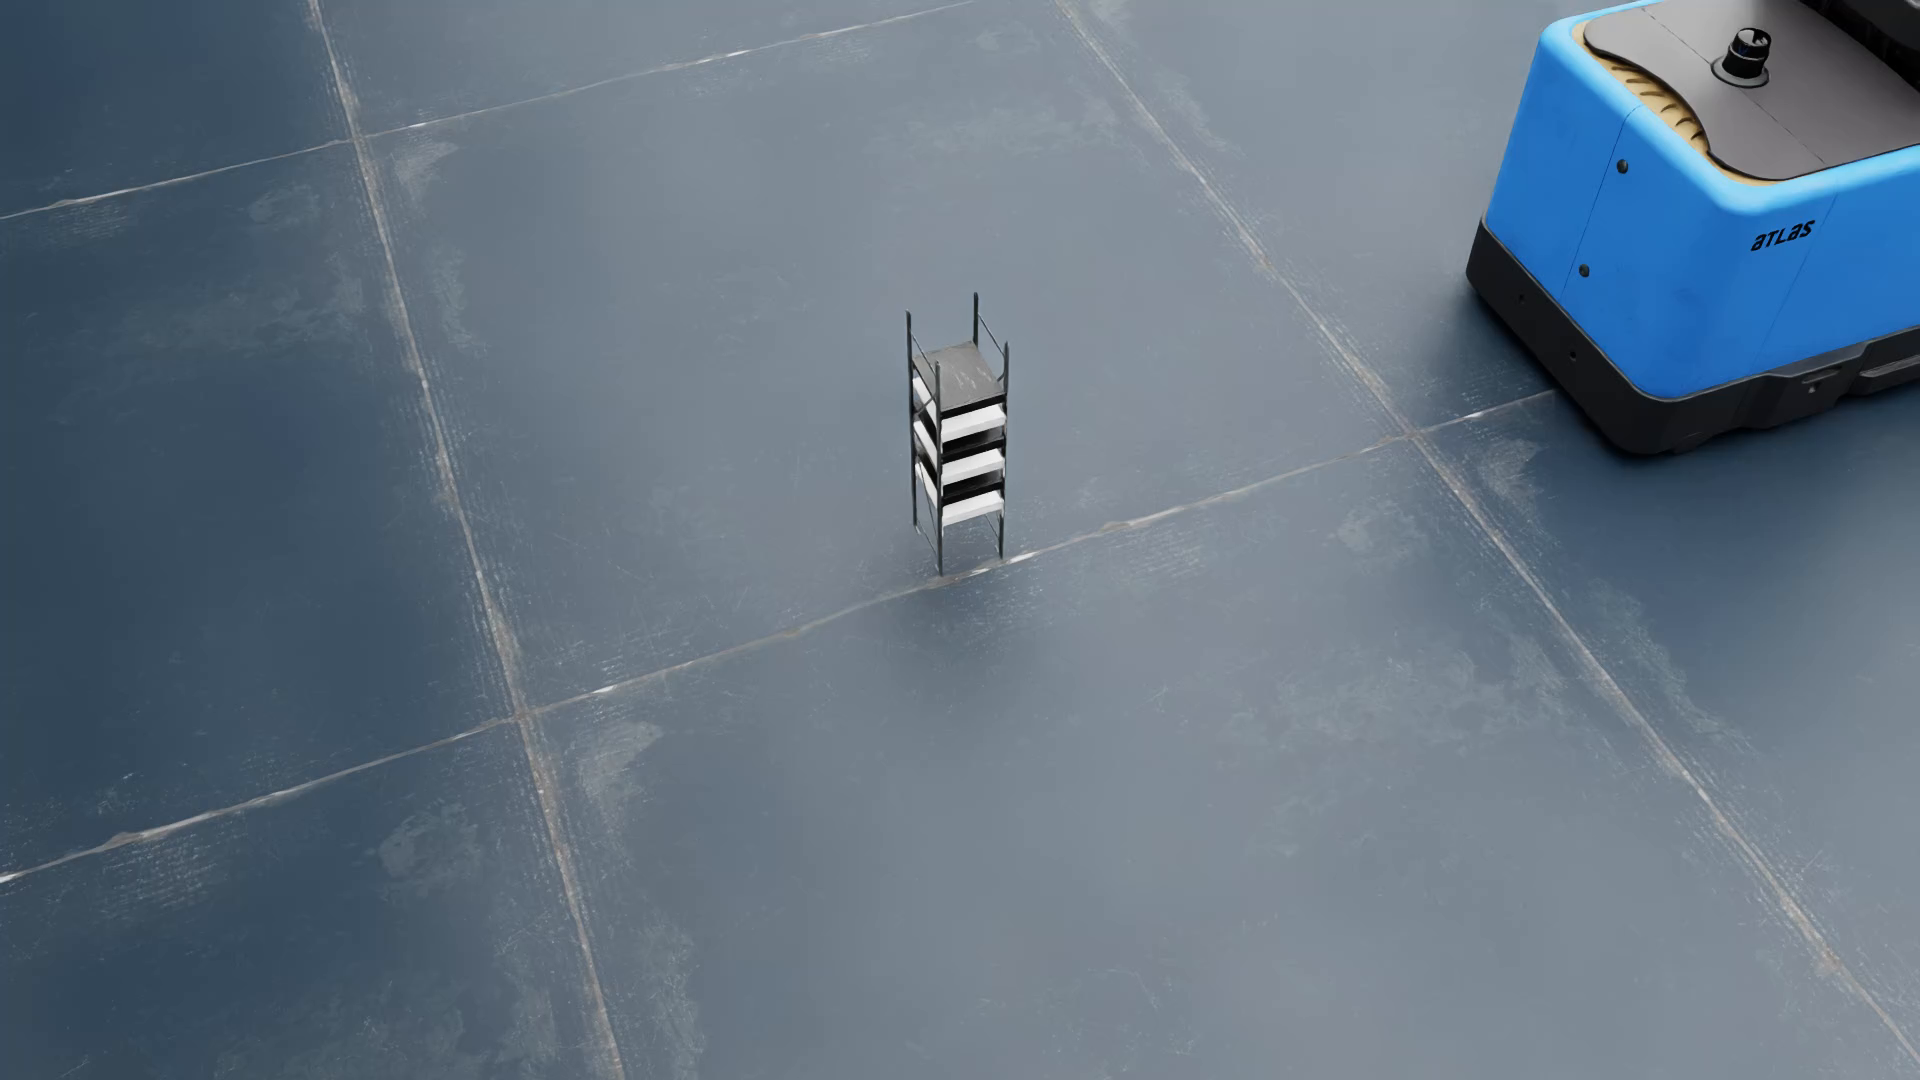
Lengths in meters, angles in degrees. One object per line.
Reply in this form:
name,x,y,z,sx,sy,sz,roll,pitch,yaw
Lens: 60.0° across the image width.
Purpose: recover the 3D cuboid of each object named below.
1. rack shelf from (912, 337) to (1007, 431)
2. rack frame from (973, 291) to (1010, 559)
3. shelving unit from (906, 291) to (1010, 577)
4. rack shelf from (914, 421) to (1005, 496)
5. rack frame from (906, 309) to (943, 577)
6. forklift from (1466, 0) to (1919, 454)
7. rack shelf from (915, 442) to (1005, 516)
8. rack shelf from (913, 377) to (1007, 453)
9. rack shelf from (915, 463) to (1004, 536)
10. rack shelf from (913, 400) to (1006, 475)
rack shelf,-0.008,-0.445,4.727,0.200,0.077,0.258,-17,52,-14
rack frame,0.087,-0.320,4.932,0.006,0.900,0.240,-17,52,-14
shelving unit,-0.008,-0.291,4.907,0.210,0.900,0.258,-17,52,-14
rack shelf,-0.008,-0.269,4.932,0.200,0.077,0.258,-17,52,-14
rack frame,-0.102,-0.262,4.882,0.006,0.900,0.240,-17,52,-14
forklift,3.387,-1.946,4.989,3.031,2.935,1.130,-16,51,-14
rack shelf,-0.008,-0.211,5.000,0.200,0.077,0.258,-17,52,-14
rack shelf,-0.008,-0.386,4.795,0.200,0.077,0.258,-17,52,-14
rack shelf,-0.008,-0.152,5.068,0.200,0.077,0.258,-17,52,-14
rack shelf,-0.008,-0.328,4.864,0.200,0.077,0.258,-17,52,-14
